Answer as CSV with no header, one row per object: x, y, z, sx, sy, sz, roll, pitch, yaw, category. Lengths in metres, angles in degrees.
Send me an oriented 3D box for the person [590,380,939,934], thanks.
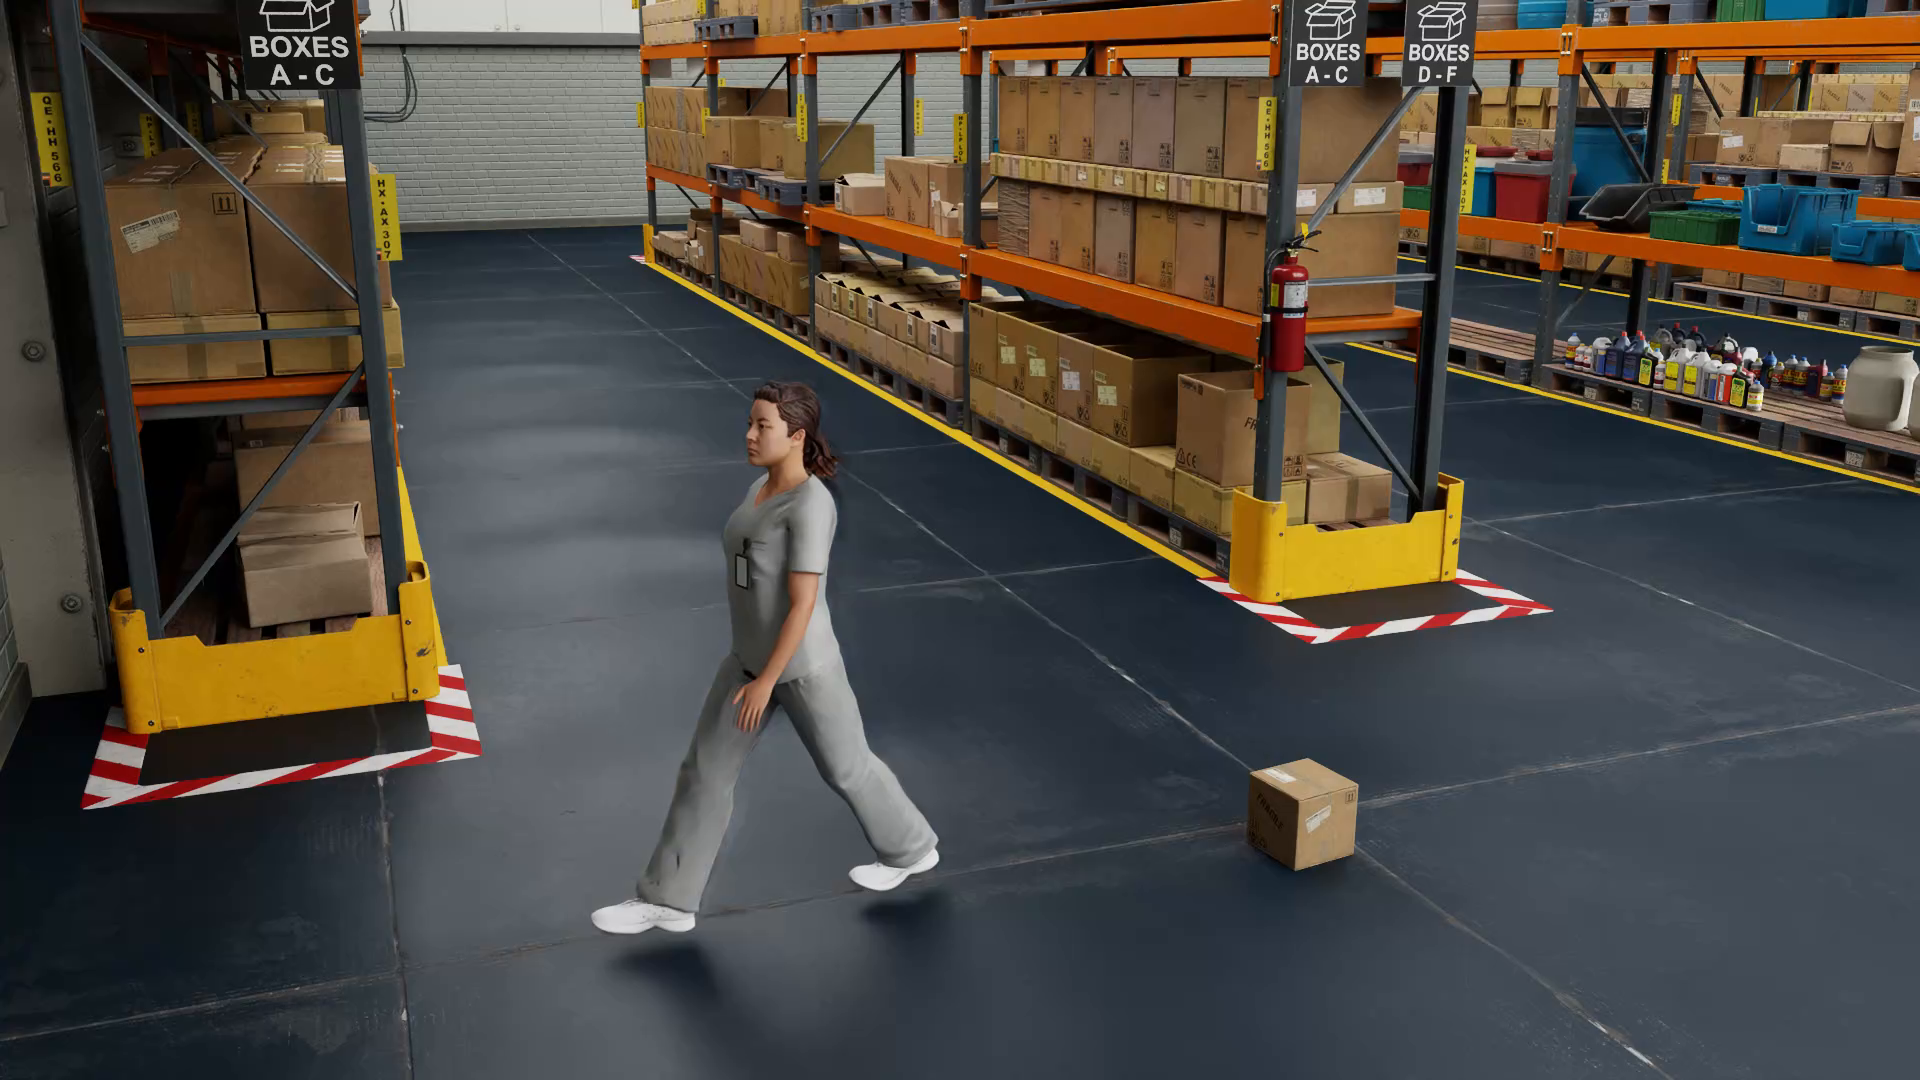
-0.550,0.348,4.792,1.062,1.606,0.471,-11,19,-34,person
